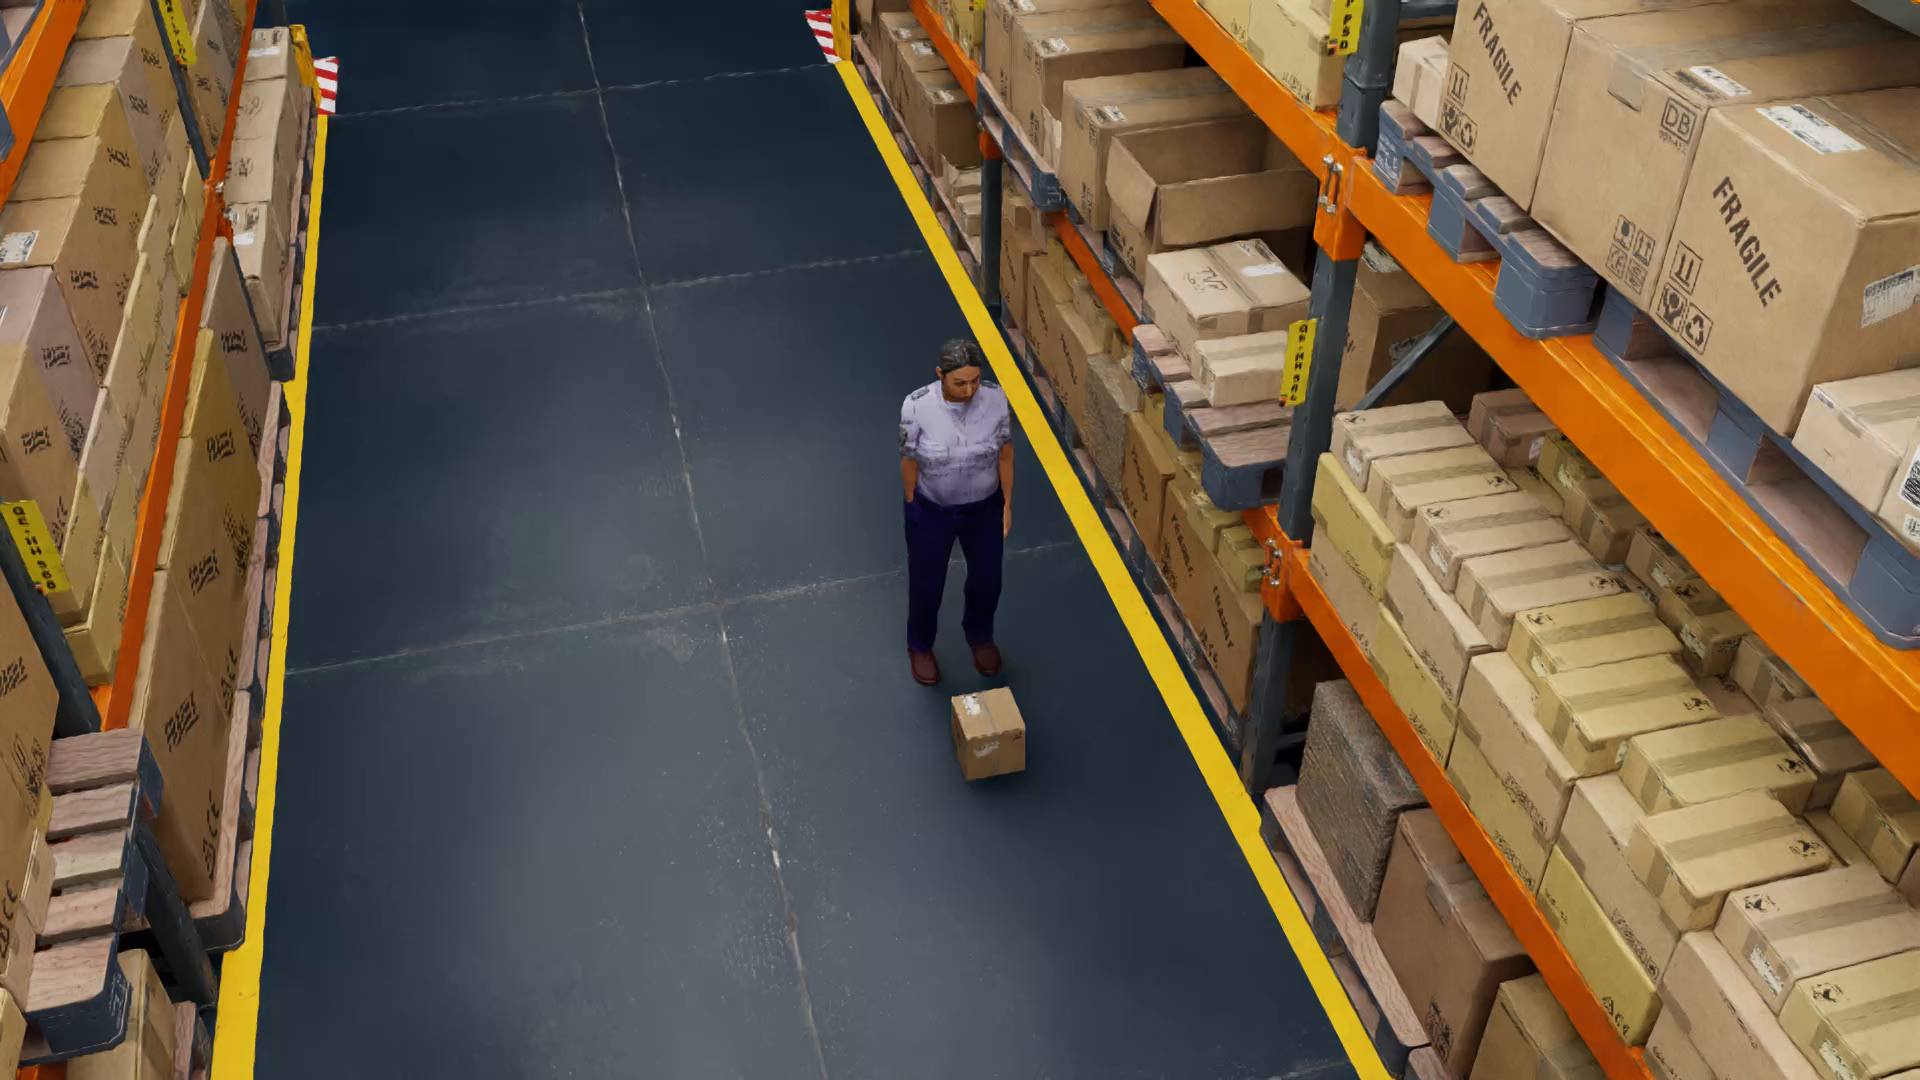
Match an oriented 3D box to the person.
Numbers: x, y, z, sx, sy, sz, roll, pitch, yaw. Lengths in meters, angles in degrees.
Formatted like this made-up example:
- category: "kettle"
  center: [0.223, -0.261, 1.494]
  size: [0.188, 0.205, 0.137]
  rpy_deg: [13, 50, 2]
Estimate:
- category: "person"
  center: [-0.002, -0.121, 6.886]
  size: [0.471, 1.644, 0.341]
  rpy_deg: [-9, 39, -11]
